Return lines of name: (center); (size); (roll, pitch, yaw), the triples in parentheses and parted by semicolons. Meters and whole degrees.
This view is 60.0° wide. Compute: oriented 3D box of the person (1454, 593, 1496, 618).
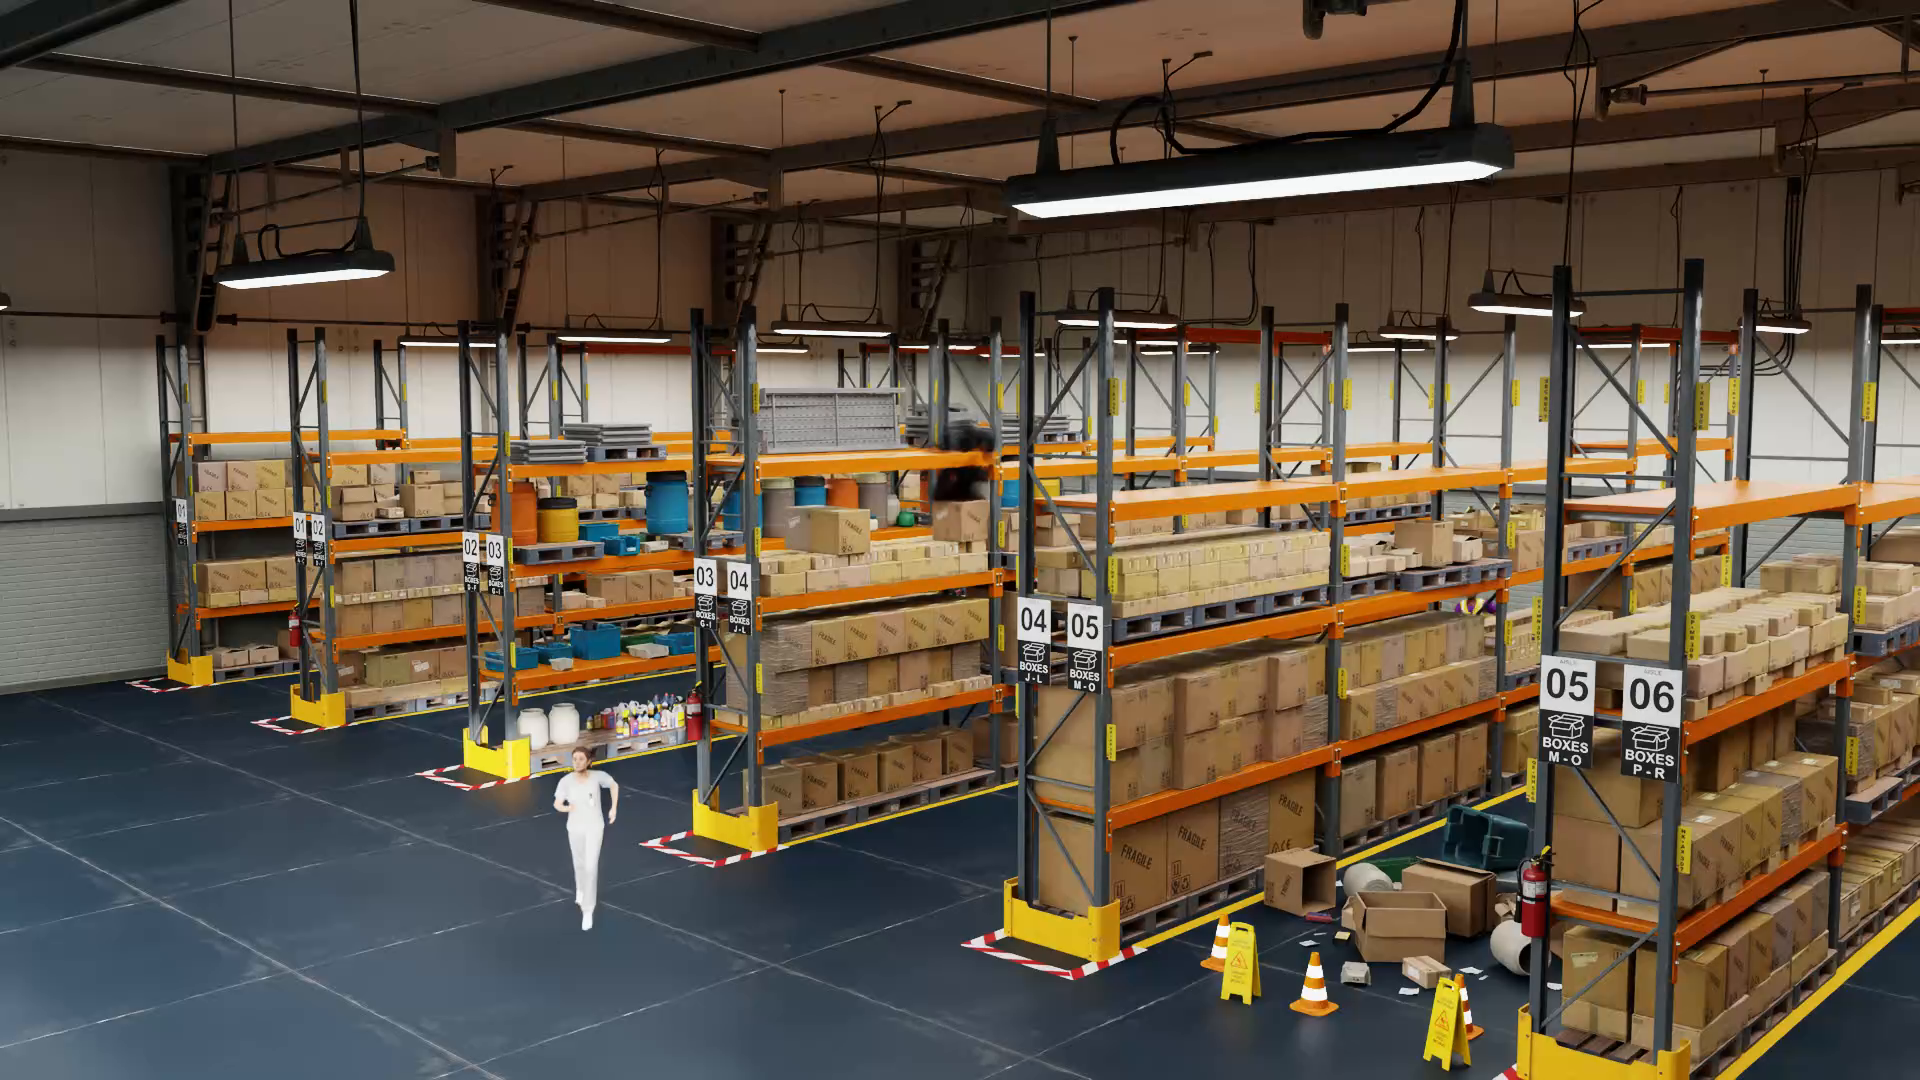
person: (8.735, 1.614, 28.337); (0.705, 1.739, 0.968); (4, 7, 37)

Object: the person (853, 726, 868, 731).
person: (-1.317, 1.819, 23.712); (0.684, 1.703, 0.800); (4, 7, 37)

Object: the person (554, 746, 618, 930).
person: (-3.613, 2.824, 16.121); (0.574, 1.713, 0.883); (0, 5, -2)
